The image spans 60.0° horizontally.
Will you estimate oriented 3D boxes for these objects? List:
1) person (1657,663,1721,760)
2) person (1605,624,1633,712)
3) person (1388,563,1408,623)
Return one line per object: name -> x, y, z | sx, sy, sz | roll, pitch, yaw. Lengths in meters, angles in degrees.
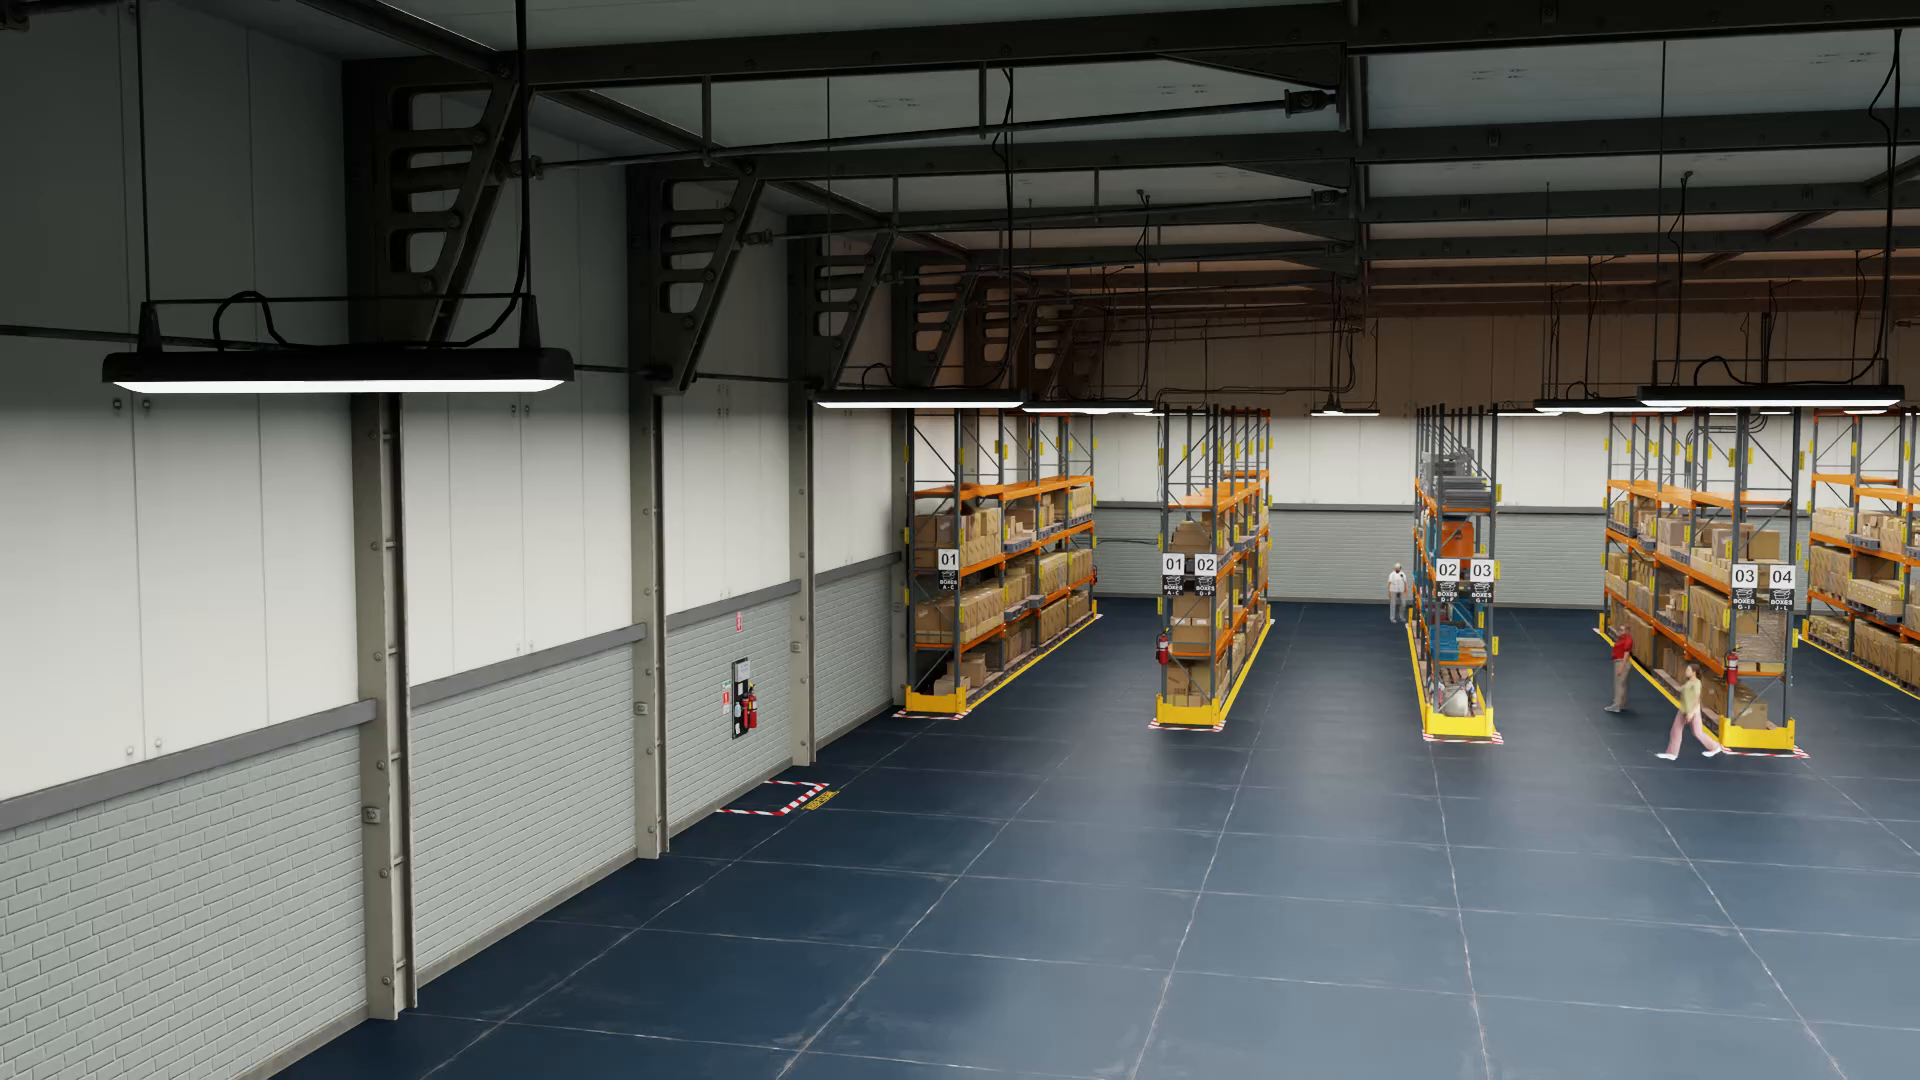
person -> 12.249, 2.878, 27.830 | 0.982, 1.637, 0.434 | -1, 4, -11
person -> 12.892, 2.498, 32.528 | 0.473, 1.729, 0.602 | 2, 5, 23
person -> 12.345, 1.485, 46.867 | 0.524, 1.672, 0.410 | 0, 4, -3
